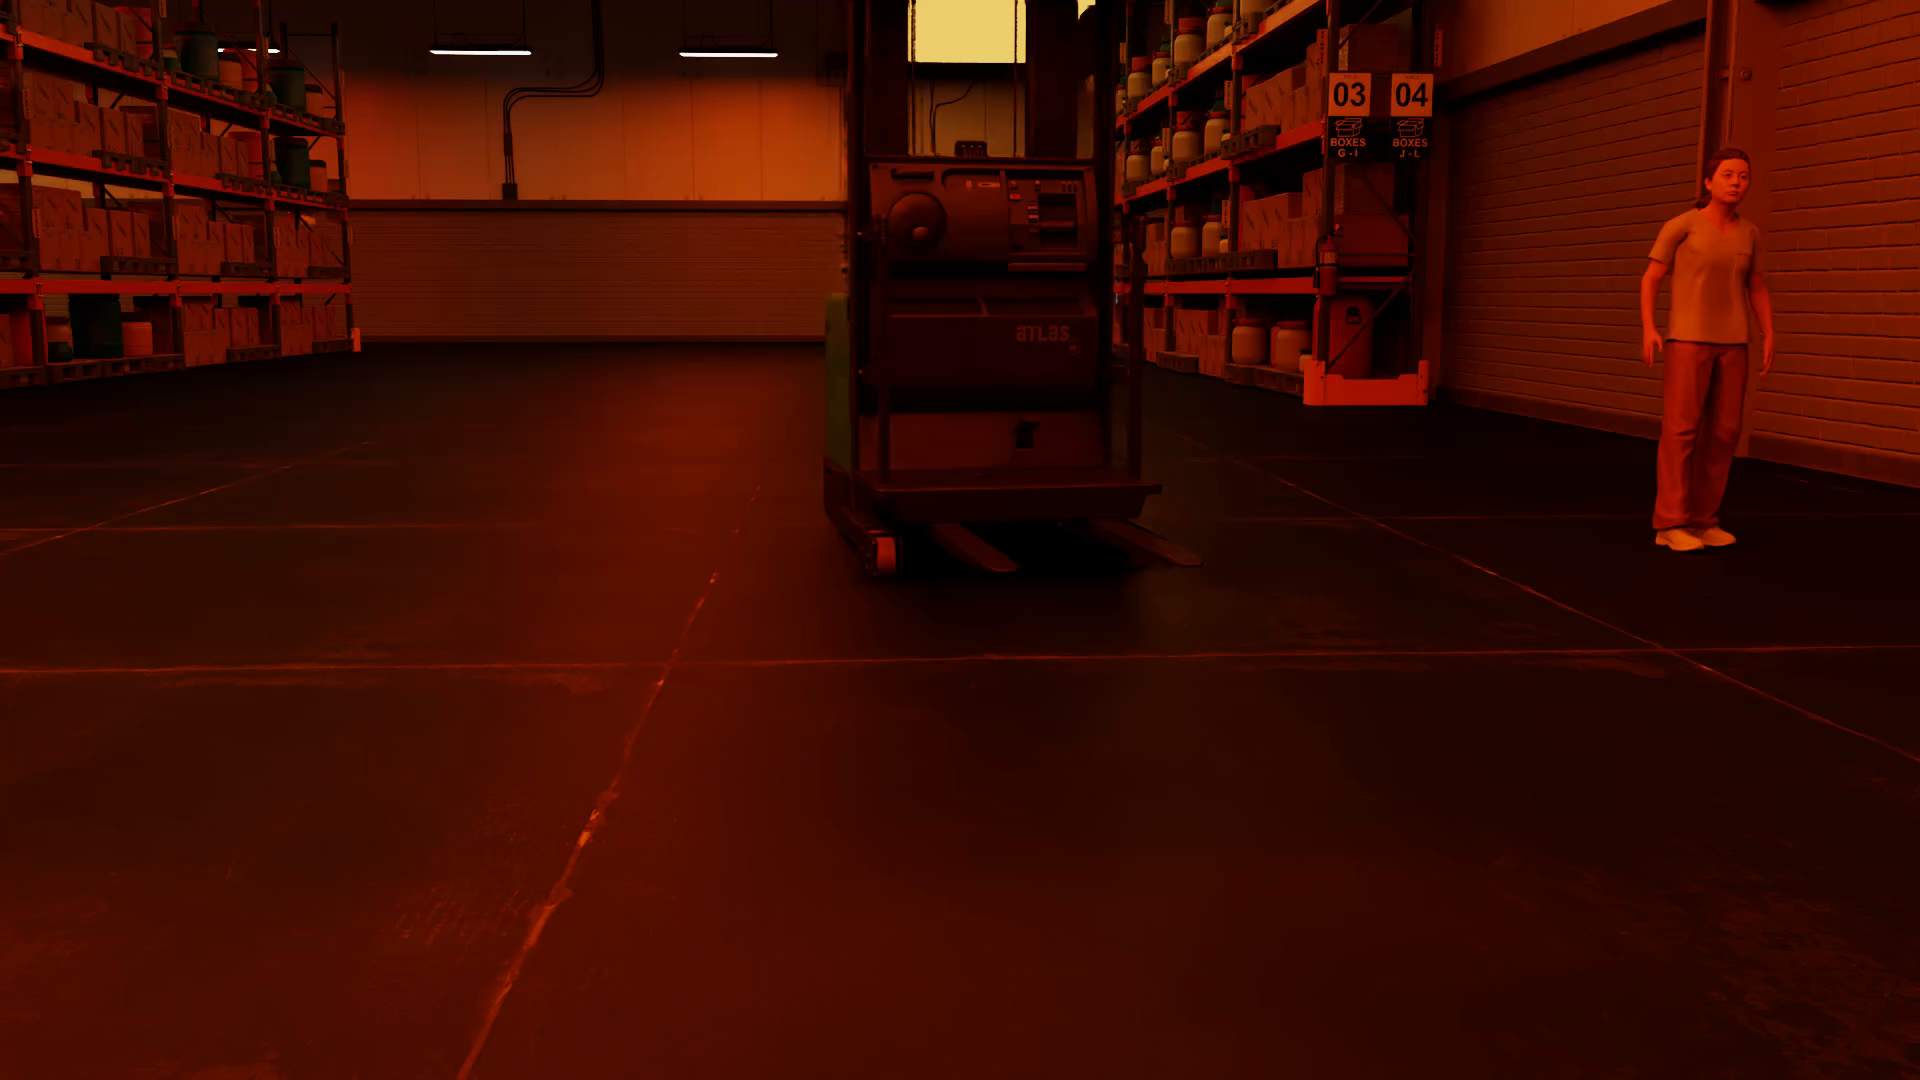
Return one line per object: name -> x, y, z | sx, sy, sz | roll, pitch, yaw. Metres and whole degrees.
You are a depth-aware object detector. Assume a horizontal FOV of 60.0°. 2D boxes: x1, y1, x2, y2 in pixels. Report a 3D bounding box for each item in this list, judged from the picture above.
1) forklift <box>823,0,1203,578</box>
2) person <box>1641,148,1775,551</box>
forklift -> 0.142, -1.361, 6.494 | 1.130, 2.935, 3.031 | -2, 9, -11
person -> 3.199, -0.804, 7.022 | 0.592, 1.677, 0.528 | -1, 9, -8
